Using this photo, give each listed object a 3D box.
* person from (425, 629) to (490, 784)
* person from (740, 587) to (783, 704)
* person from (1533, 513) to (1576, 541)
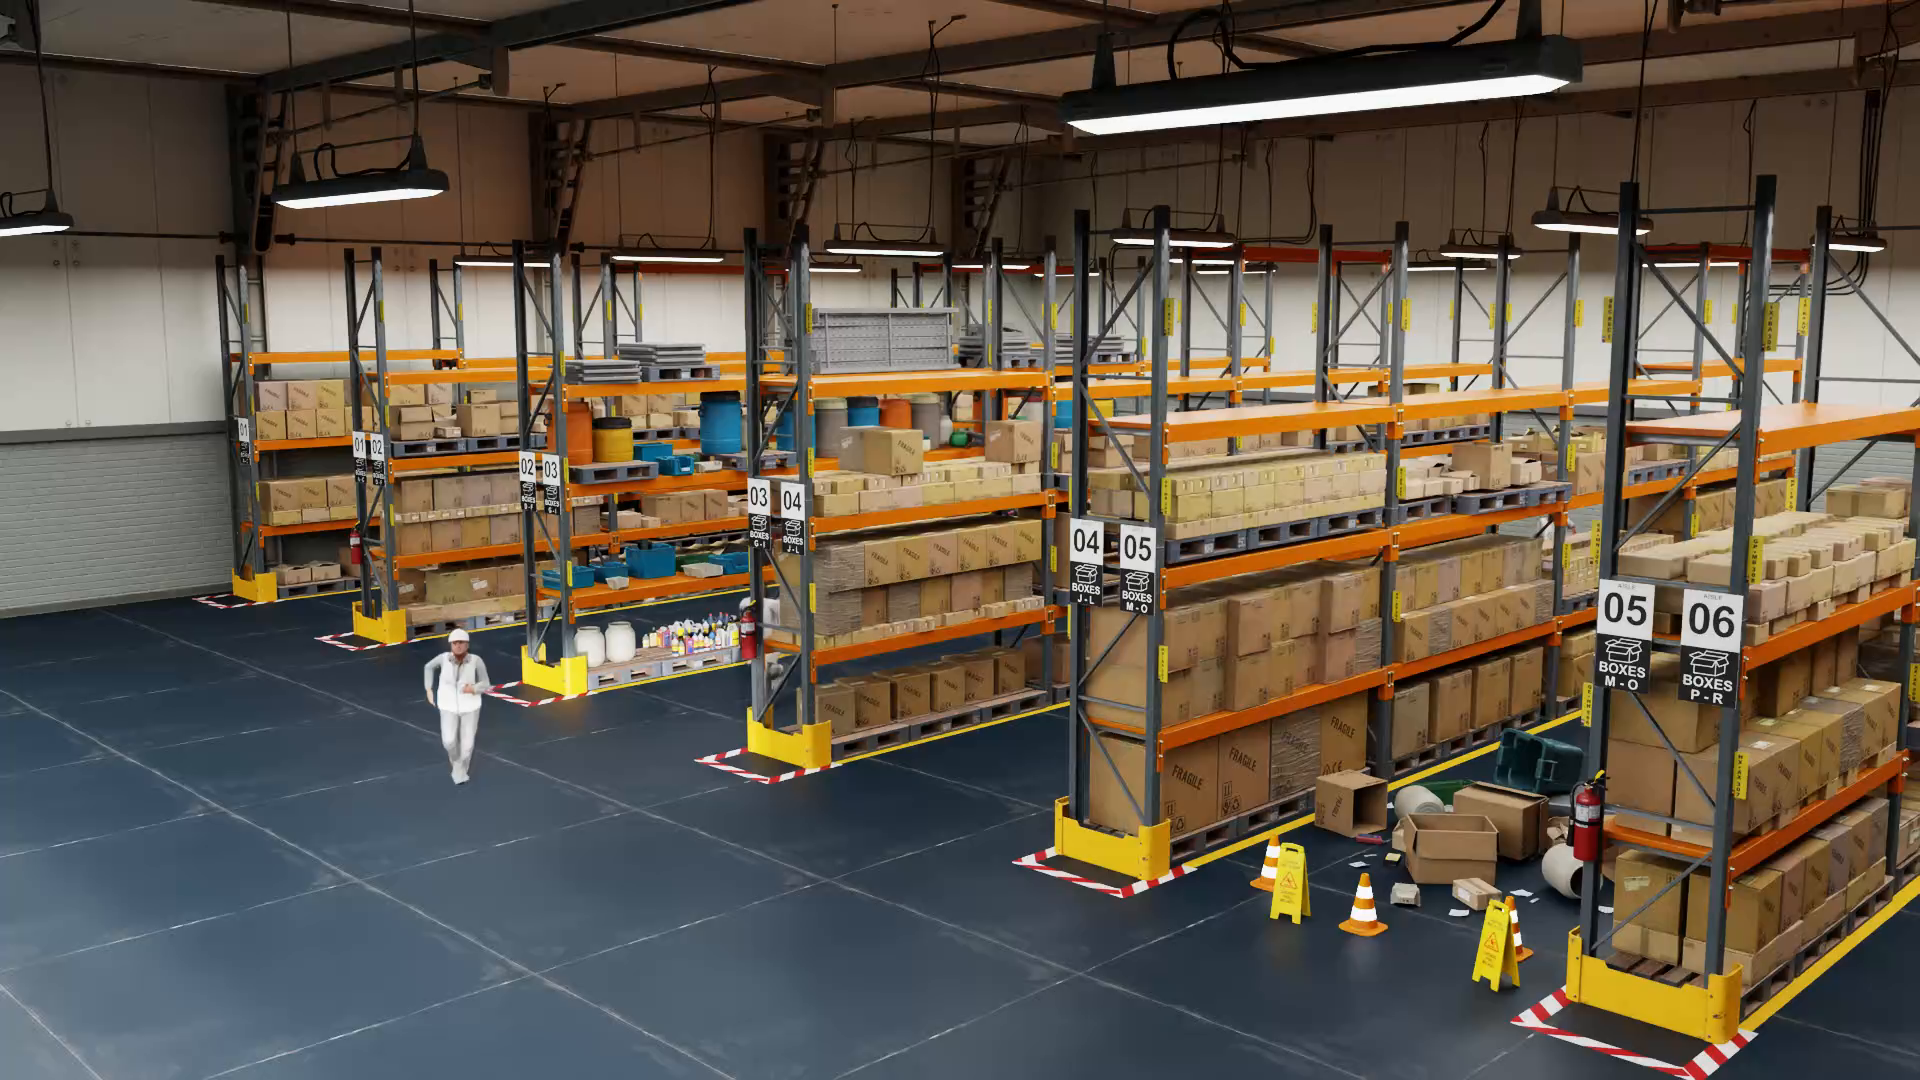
[{"bbox_3d":[-5.352,1.791,17.728,0.690,1.721,0.766,-2,8,-12],"label":"person"},{"bbox_3d":[-2.461,1.341,21.231,0.707,1.719,0.856,2,8,15],"label":"person"},{"bbox_3d":[10.315,0.205,28.822,0.748,1.771,0.819,4,9,25],"label":"person"}]
